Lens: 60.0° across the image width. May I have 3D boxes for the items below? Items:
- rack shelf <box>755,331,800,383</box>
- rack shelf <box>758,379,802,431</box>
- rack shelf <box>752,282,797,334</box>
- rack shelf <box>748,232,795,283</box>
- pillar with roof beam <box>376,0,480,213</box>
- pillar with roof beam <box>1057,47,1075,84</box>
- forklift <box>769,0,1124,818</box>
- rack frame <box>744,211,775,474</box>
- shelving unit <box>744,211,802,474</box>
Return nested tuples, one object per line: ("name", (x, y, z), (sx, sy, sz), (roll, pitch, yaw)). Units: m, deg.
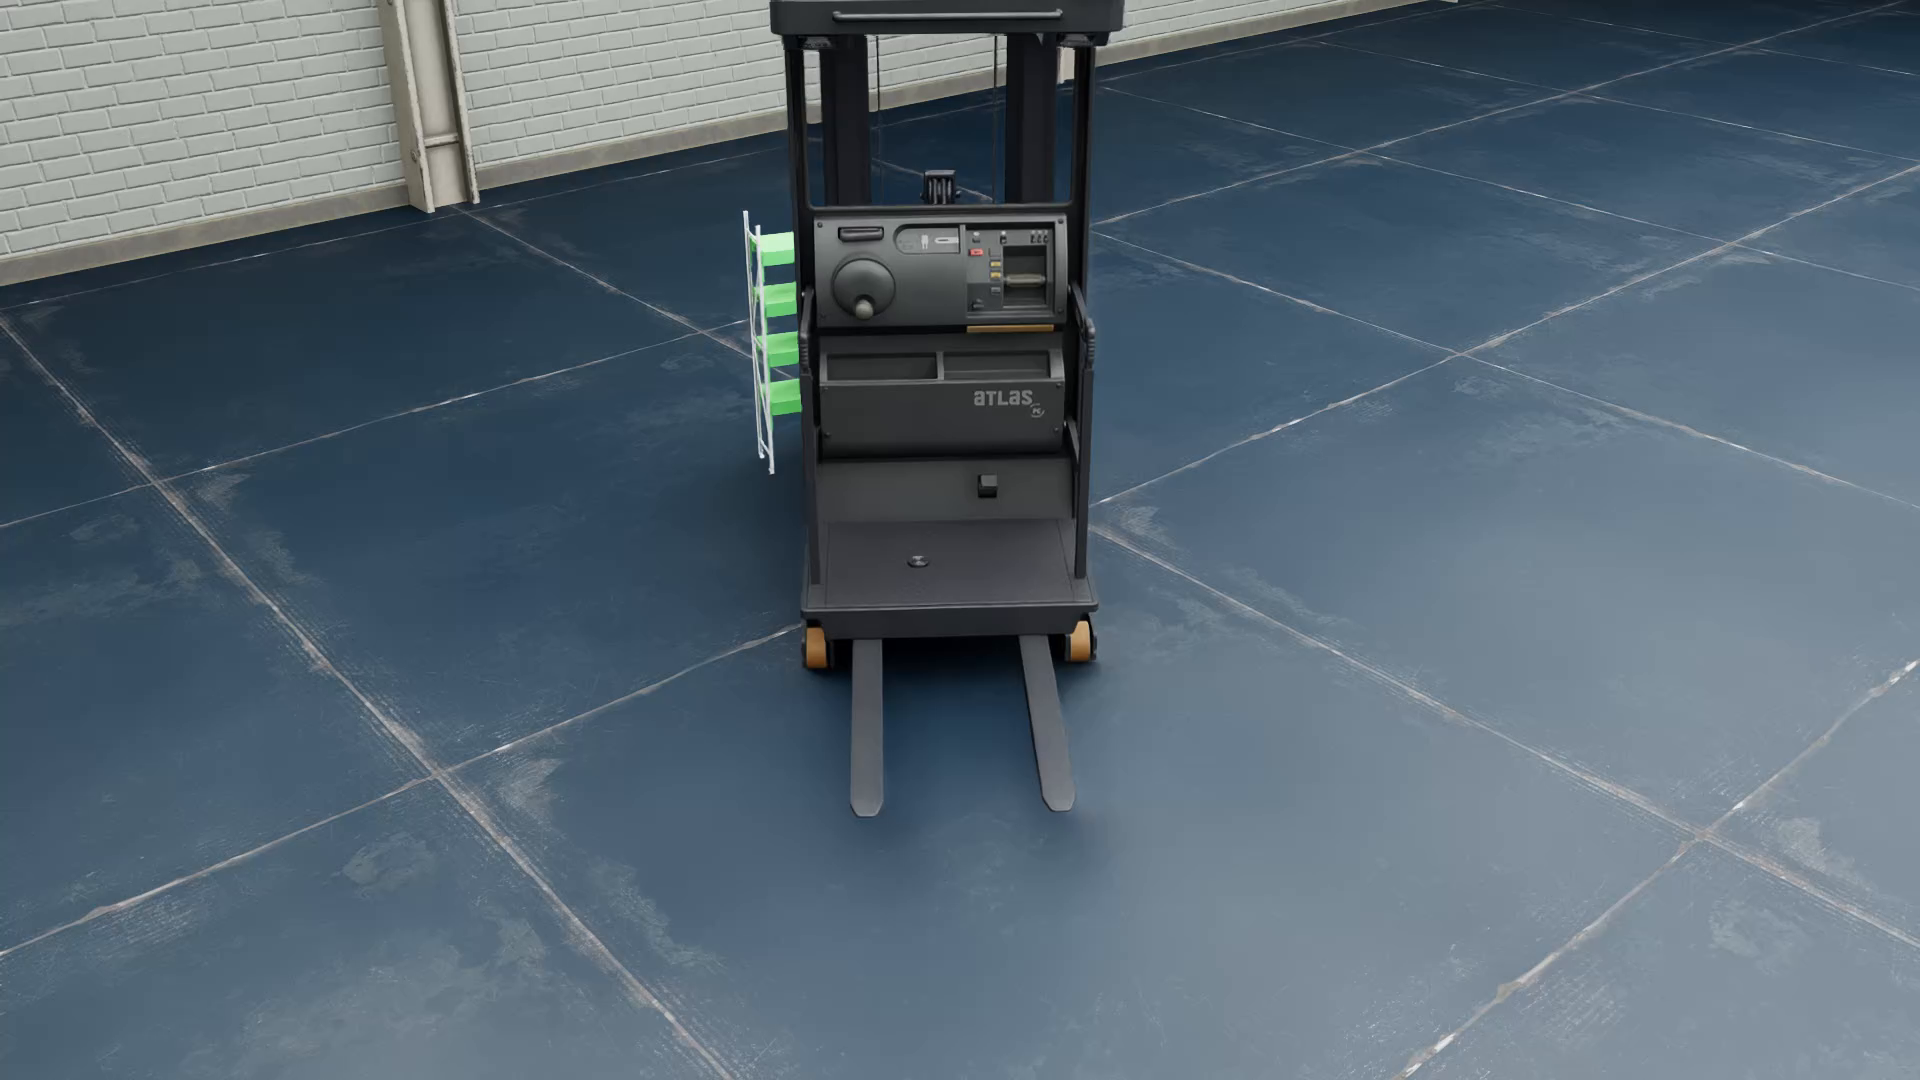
("rack shelf", (-0.694, -0.878, 7.754), (0.480, 0.148, 0.258), (-10, 30, -18))
("rack shelf", (-0.694, -0.666, 7.867), (0.480, 0.148, 0.258), (-10, 30, -18))
("rack shelf", (-0.694, -1.090, 7.642), (0.480, 0.148, 0.258), (-10, 30, -18))
("rack shelf", (-0.695, -1.302, 7.529), (0.480, 0.148, 0.258), (-10, 30, -18))
("pillar with roof beam", (-0.828, -4.796, 6.677), (0.400, 9.000, 9.100), (-22, 35, -35))
("pillar with roof beam", (3.736, -6.632, 10.112), (0.400, 9.000, 9.100), (-22, 35, -35))
("forklift", (-0.057, -0.956, 5.930), (1.130, 2.935, 3.031), (-1, 28, -2))
("rack frame", (-0.923, -0.894, 7.649), (0.015, 1.200, 0.240), (-10, 30, -18))
("shelving unit", (-0.694, -0.934, 7.724), (0.503, 1.200, 0.258), (-10, 30, -18))
